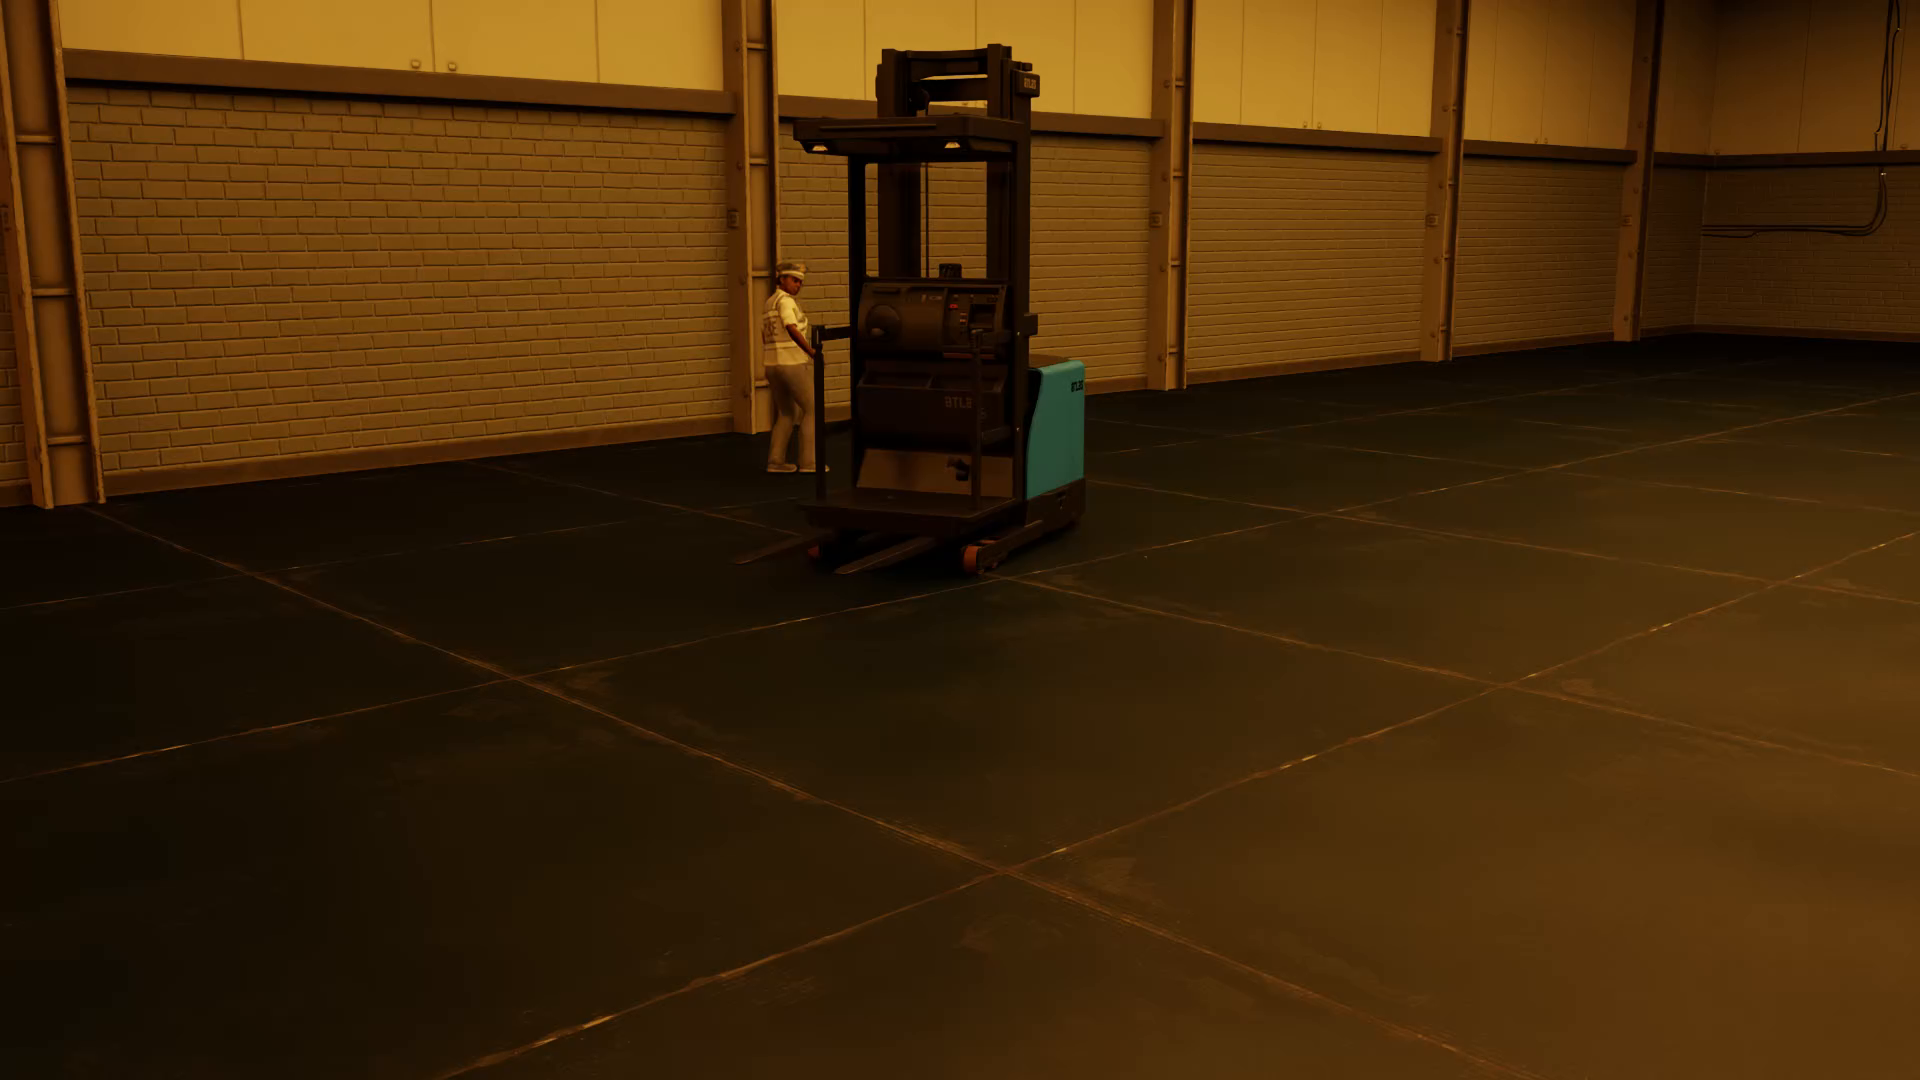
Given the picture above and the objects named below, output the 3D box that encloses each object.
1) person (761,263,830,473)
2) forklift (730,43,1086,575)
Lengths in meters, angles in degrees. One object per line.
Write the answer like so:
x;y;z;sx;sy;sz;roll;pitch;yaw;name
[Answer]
-1.315;-1.338;13.006;0.481;1.644;0.649;-8;13;-36;person
-0.252;-1.336;9.520;1.130;2.935;3.031;5;12;24;forklift
